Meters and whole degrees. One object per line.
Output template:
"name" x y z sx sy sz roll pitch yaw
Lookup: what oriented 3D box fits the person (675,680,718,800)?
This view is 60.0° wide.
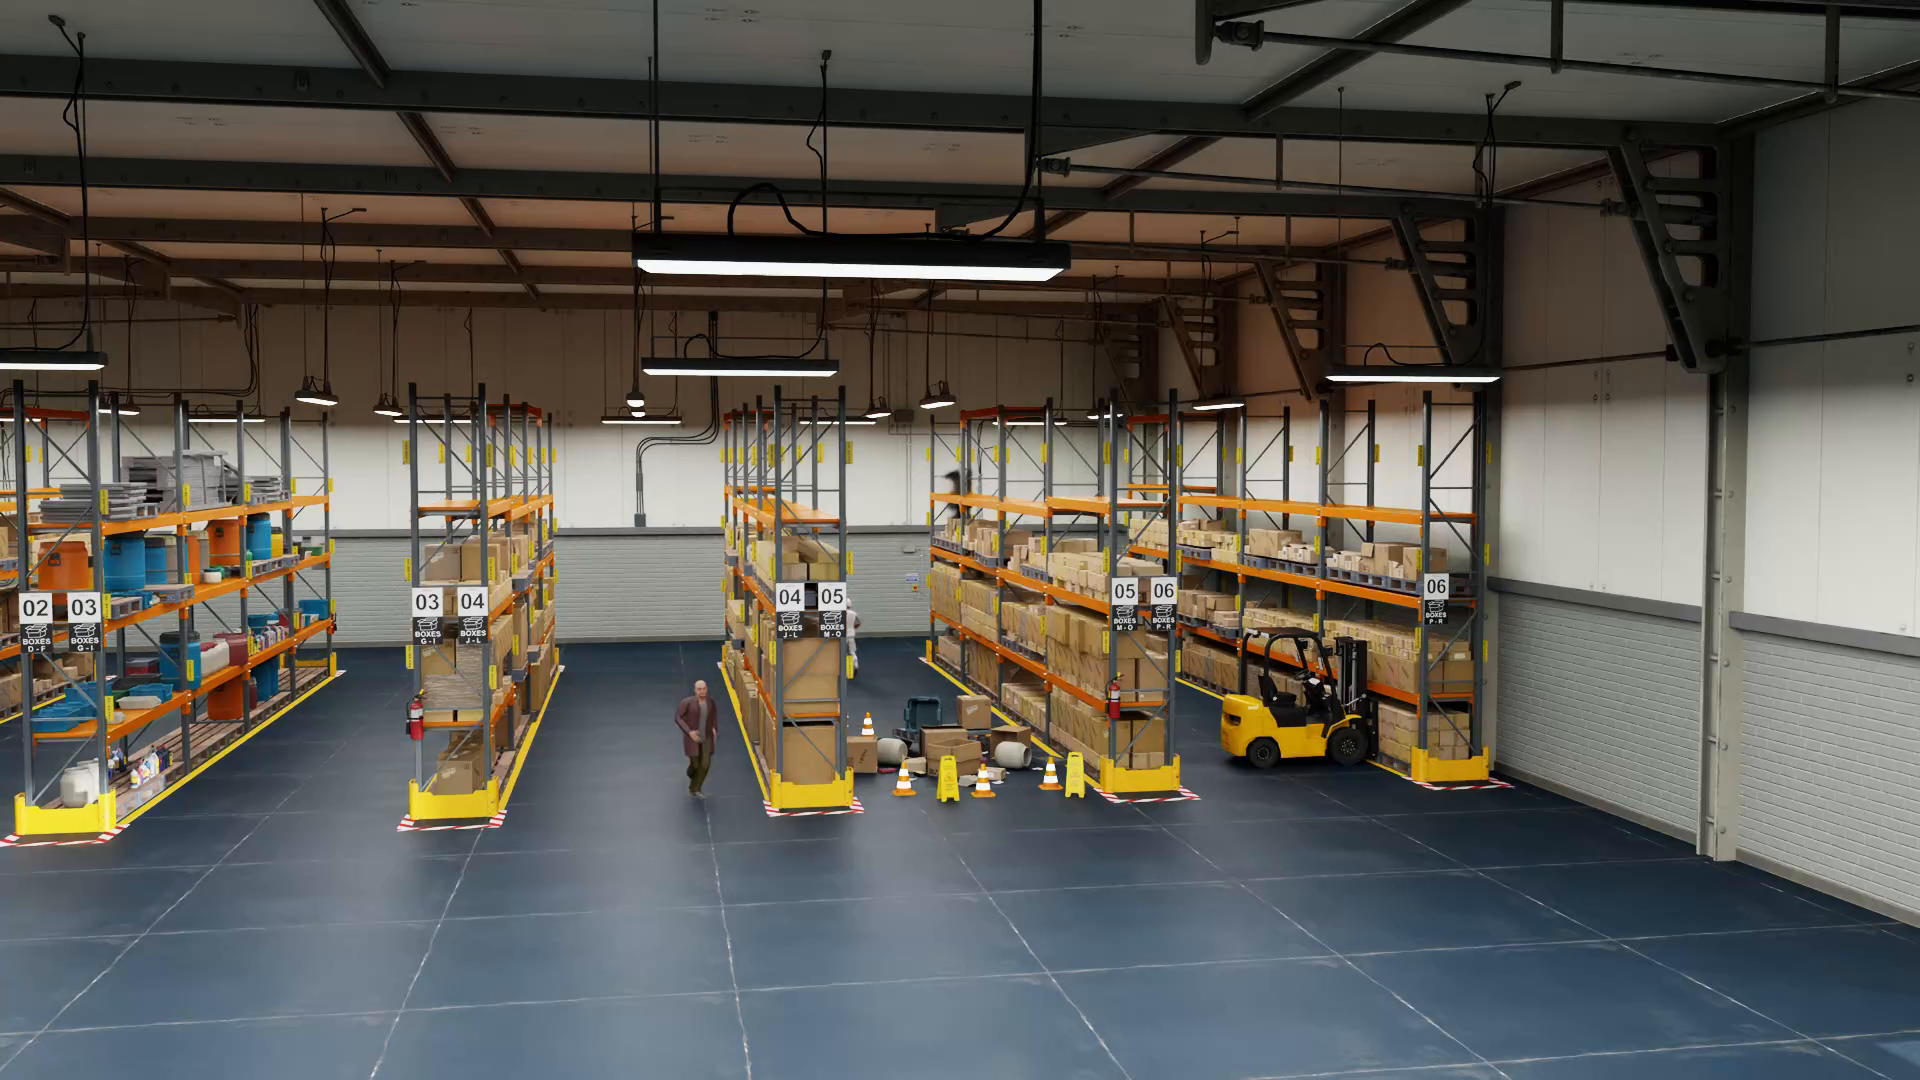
"person" -3.877 2.910 24.426 0.701 1.734 0.642 -1 3 -27

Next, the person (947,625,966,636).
"person" -0.032 1.998 42.097 0.844 1.765 0.650 -1 3 -20

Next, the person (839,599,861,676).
"person" -2.556 2.195 37.390 0.672 1.764 1.000 -1 3 -21
